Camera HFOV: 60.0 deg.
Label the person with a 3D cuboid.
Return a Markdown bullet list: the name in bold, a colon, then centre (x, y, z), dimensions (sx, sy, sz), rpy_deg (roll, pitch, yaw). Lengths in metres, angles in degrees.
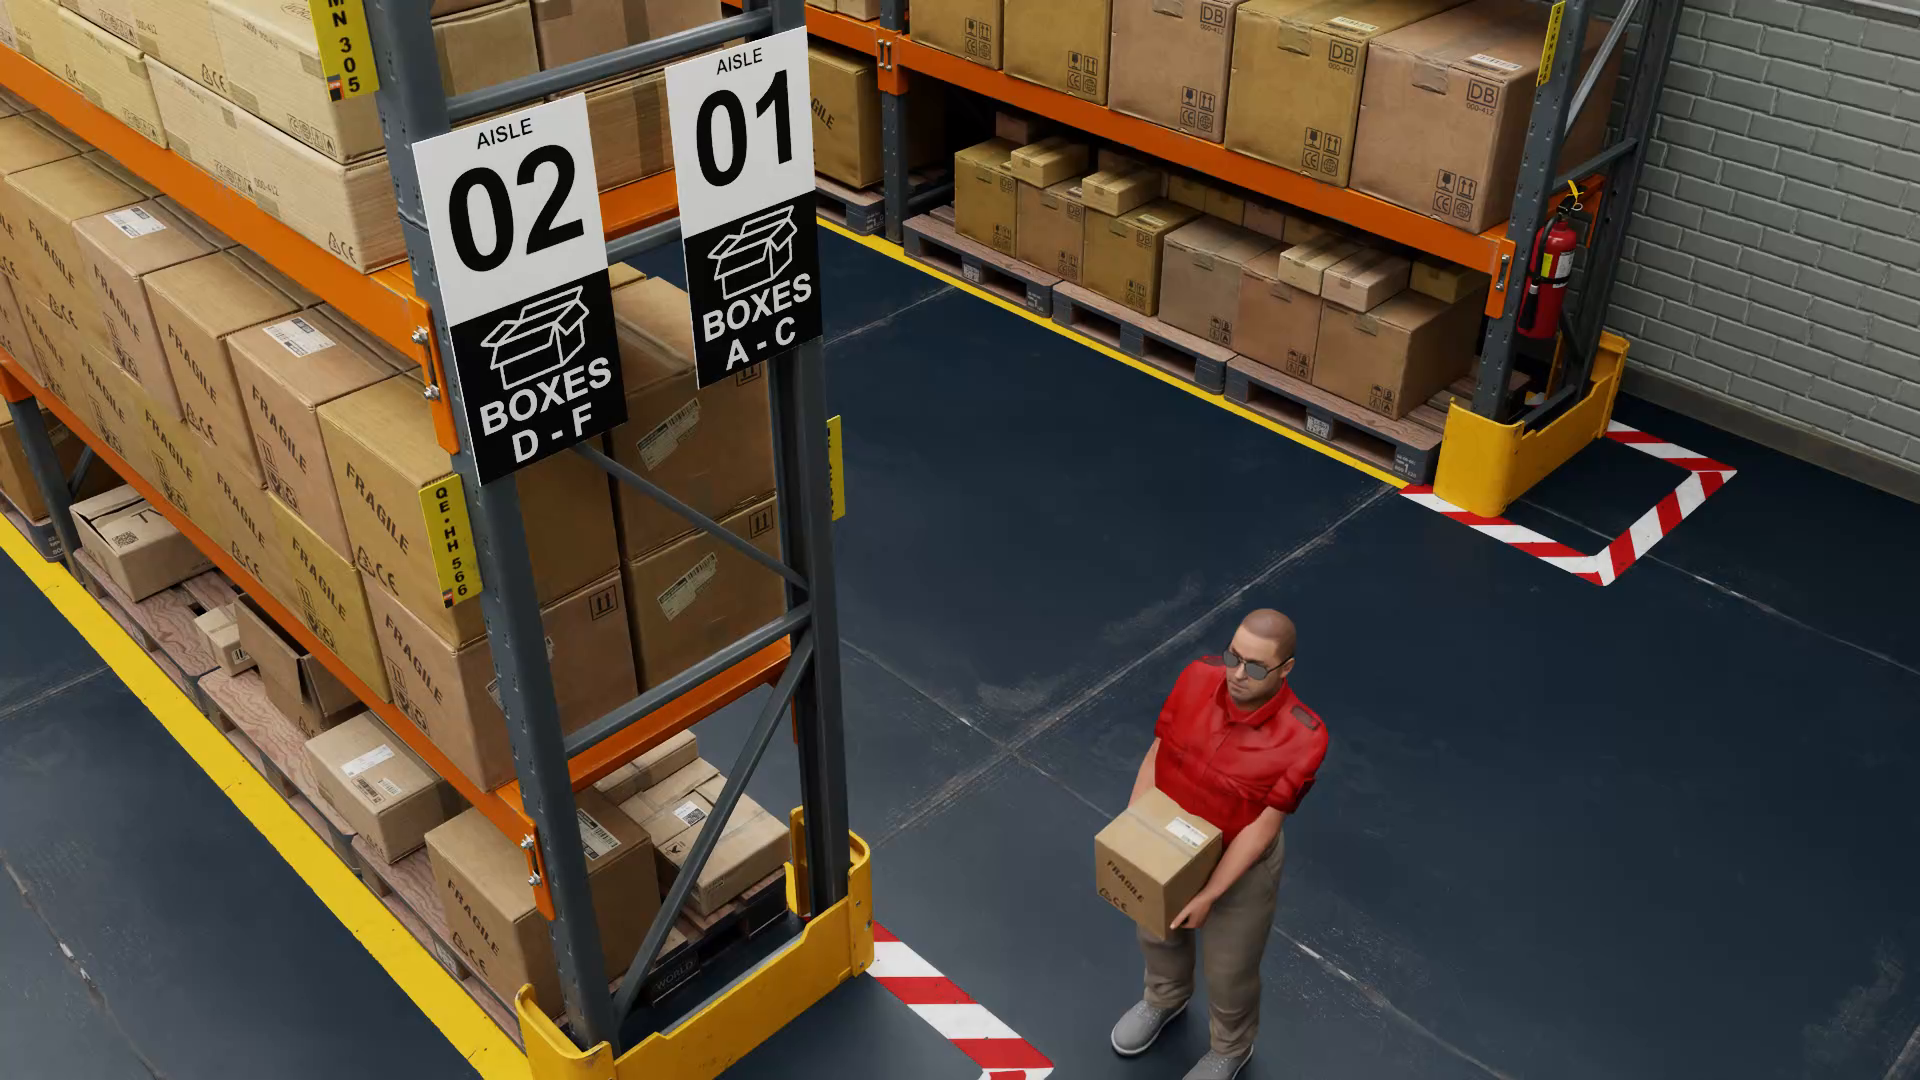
- **person**: centre (0.688, 0.964, 4.806), dimensions (0.538, 1.714, 0.494), rpy_deg (-29, 45, -35)
